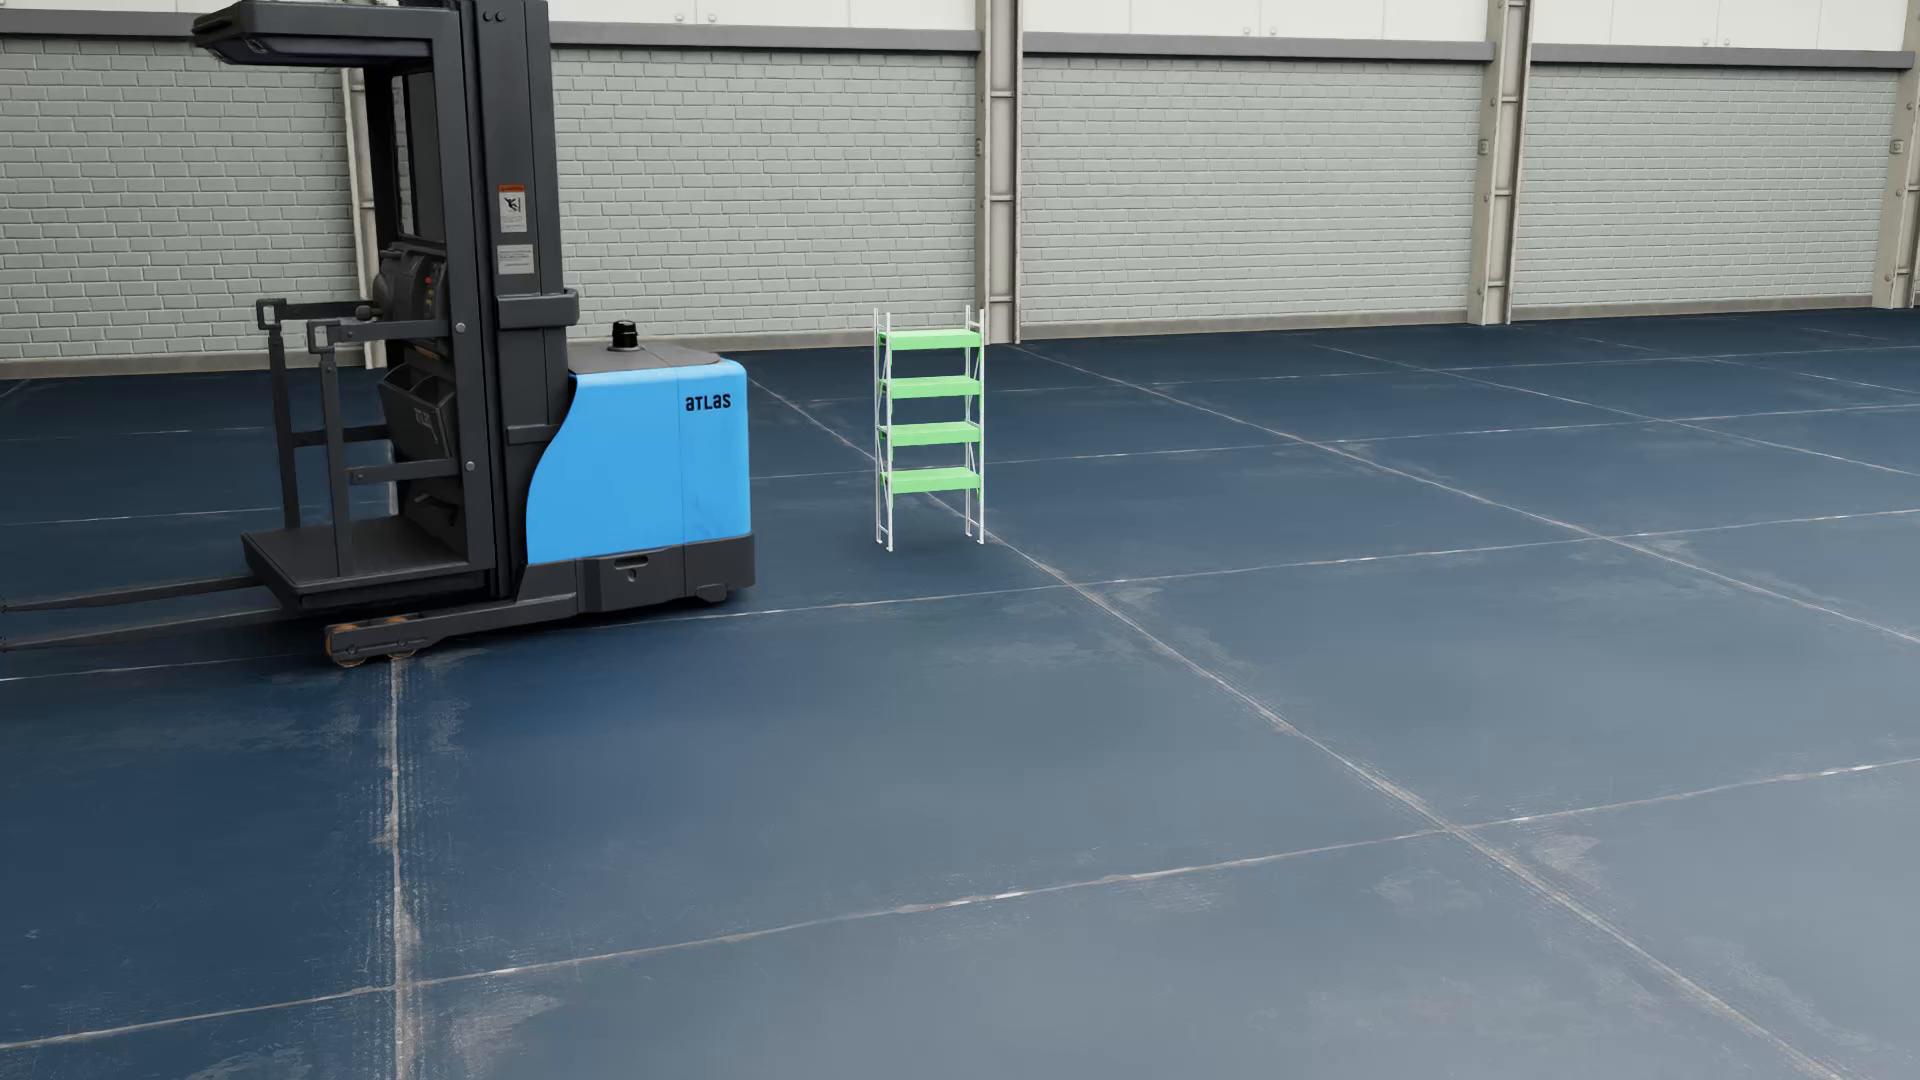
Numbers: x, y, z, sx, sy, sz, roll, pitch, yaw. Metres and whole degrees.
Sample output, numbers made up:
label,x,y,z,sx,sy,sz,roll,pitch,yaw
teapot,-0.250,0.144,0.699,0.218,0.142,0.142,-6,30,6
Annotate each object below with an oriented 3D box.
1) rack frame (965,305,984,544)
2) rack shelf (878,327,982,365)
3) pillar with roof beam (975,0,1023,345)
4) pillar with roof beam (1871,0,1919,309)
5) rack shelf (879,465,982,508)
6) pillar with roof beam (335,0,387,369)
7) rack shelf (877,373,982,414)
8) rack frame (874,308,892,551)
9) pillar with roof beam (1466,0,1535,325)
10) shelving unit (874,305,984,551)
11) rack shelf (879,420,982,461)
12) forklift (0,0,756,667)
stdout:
label,x,y,z,sx,sy,sz,roll,pitch,yaw
rack frame,0.074,-0.590,8.528,0.015,1.200,0.240,-4,14,-18
rack shelf,-0.157,-0.976,8.356,0.480,0.148,0.258,-4,14,-18
pillar with roof beam,1.762,-5.487,12.265,0.400,9.000,9.100,-4,14,-18
pillar with roof beam,13.135,-6.373,15.988,0.400,9.000,9.100,-4,14,-18
rack shelf,-0.157,-0.276,8.523,0.480,0.148,0.258,-4,14,-18
pillar with roof beam,-3.925,-5.044,10.403,0.400,9.000,9.100,-4,14,-18
rack shelf,-0.157,-0.743,8.412,0.480,0.148,0.258,-4,14,-18
rack frame,-0.388,-0.553,8.377,0.015,1.200,0.240,-4,14,-18
pillar with roof beam,7.448,-5.930,14.127,0.400,9.000,9.100,-4,14,-18
shelving unit,-0.157,-0.571,8.453,0.503,1.200,0.258,-4,14,-18
rack shelf,-0.157,-0.509,8.467,0.480,0.148,0.258,-4,14,-18
forklift,-2.441,-1.065,6.785,3.031,2.935,1.130,-8,16,-32
